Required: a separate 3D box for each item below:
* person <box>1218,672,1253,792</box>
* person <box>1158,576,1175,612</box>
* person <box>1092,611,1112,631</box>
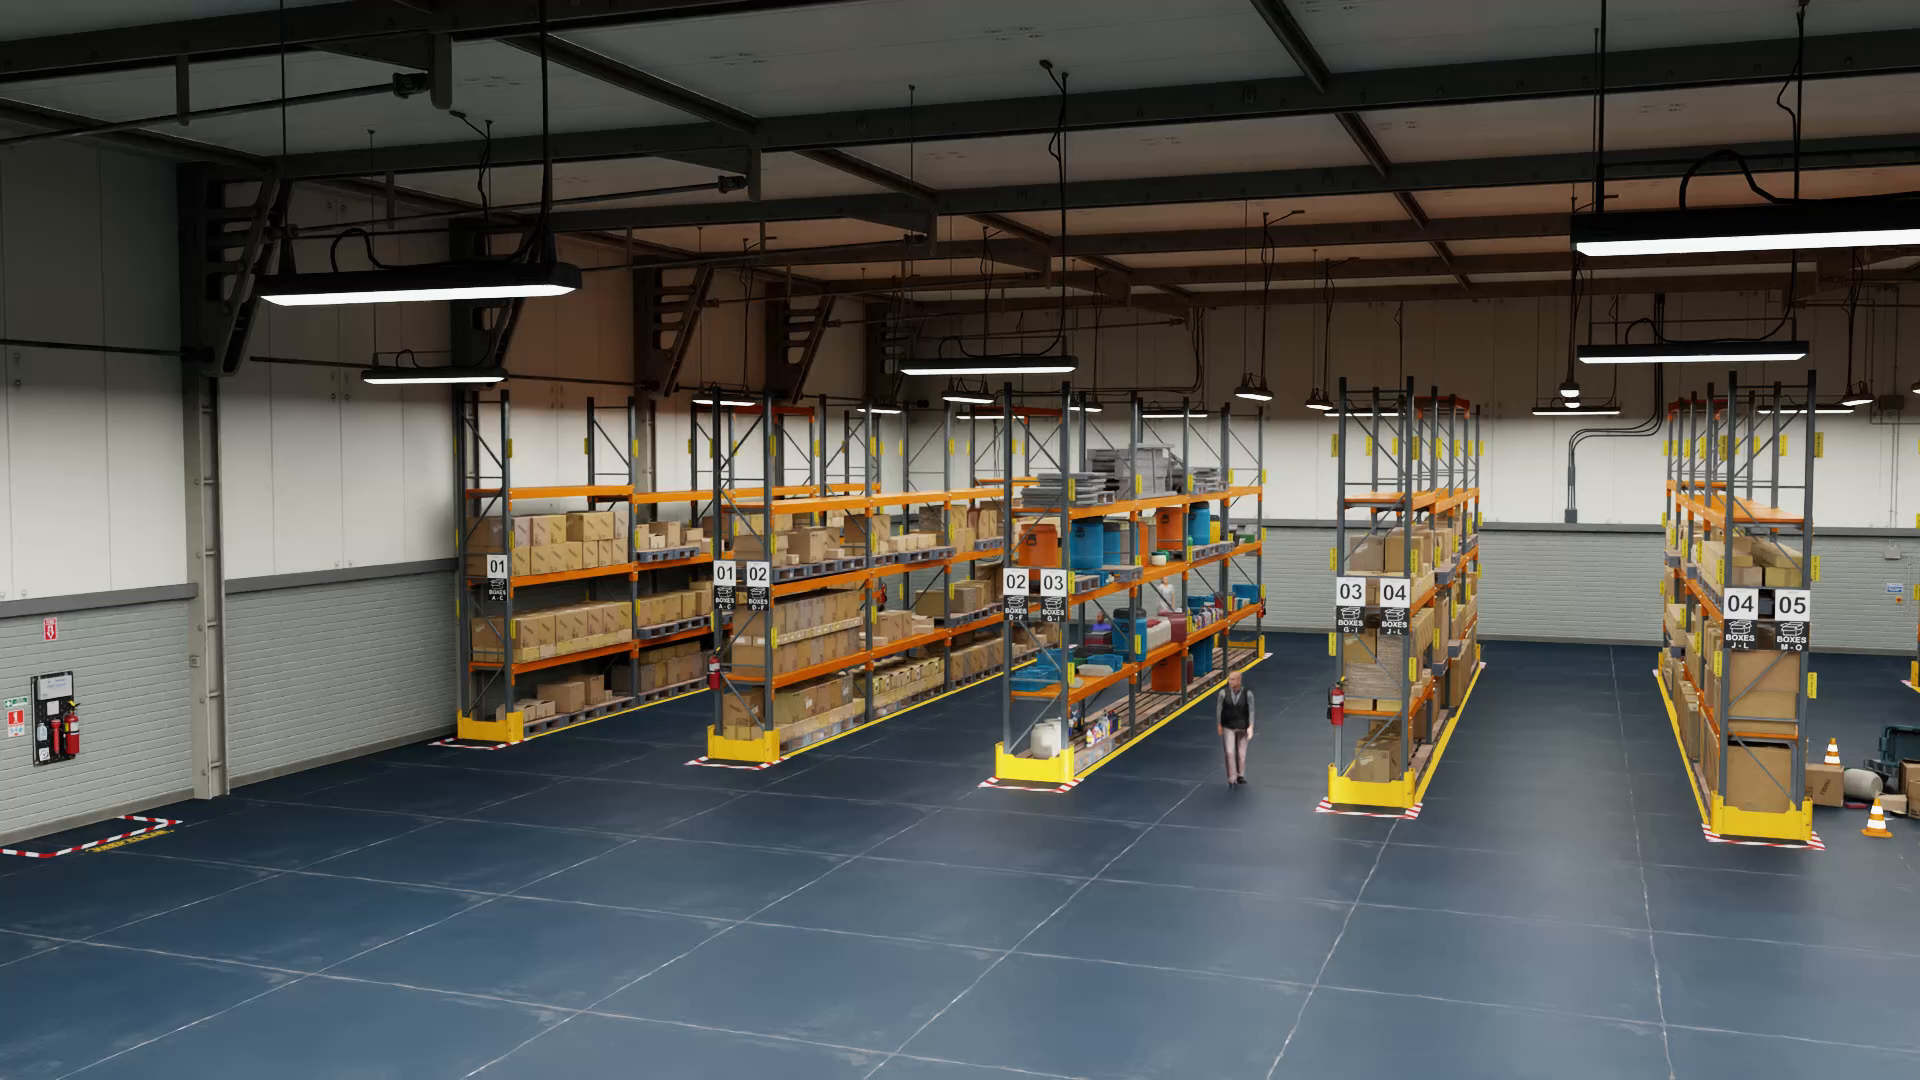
[{"bbox_3d":[4.064,2.825,24.521,0.534,1.784,0.681,0,3,8],"label":"person"},{"bbox_3d":[5.448,1.732,44.188,0.434,1.642,0.758,-2,4,-32],"label":"person"},{"bbox_3d":[2.900,2.243,34.538,0.478,1.538,0.795,3,4,42],"label":"person"}]
